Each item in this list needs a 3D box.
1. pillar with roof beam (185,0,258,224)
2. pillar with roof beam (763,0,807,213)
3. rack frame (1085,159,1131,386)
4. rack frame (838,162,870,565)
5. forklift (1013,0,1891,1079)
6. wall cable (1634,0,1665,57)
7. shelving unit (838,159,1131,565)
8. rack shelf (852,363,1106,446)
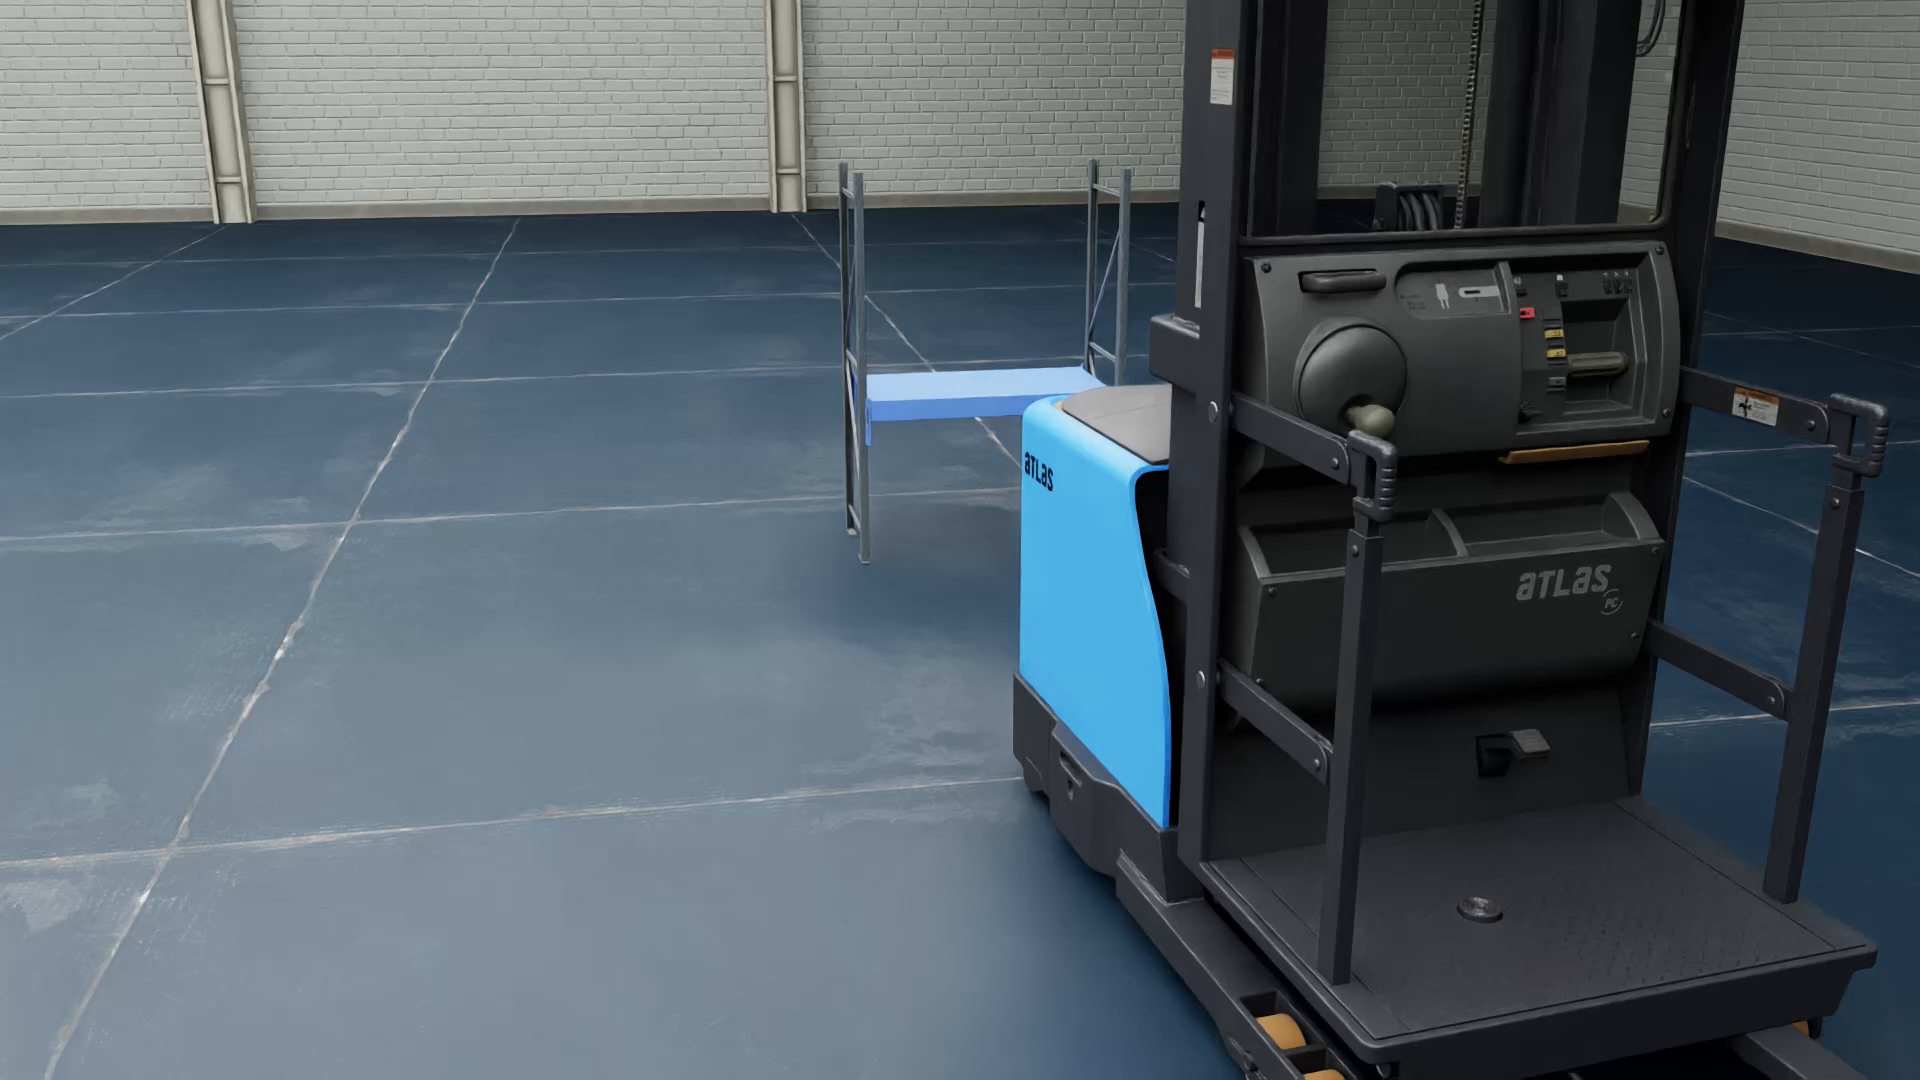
[{"bbox_3d":[-7.049,-6.520,12.713,0.400,9.000,9.100,-3,17,-10],"label":"pillar with roof beam"},{"bbox_3d":[-1.158,-6.854,13.801,0.400,9.000,9.100,-3,17,-10],"label":"pillar with roof beam"},{"bbox_3d":[0.583,-0.750,6.699,0.032,1.500,0.500,-3,17,-10],"label":"rack frame"},{"bbox_3d":[-0.415,-0.693,6.515,0.032,1.500,0.500,-3,17,-10],"label":"rack frame"},{"bbox_3d":[1.068,-0.382,3.065,1.130,2.935,3.031,-5,18,-16],"label":"forklift"},{"bbox_3d":[7.059,-6.728,18.679,0.112,2.526,3.097,-3,17,-10],"label":"wall cable"},{"bbox_3d":[0.084,-0.722,6.607,1.048,1.500,0.538,-3,17,-10],"label":"shelving unit"},{"bbox_3d":[0.084,-0.550,6.660,1.000,0.185,0.538,-3,17,-10],"label":"rack shelf"}]
